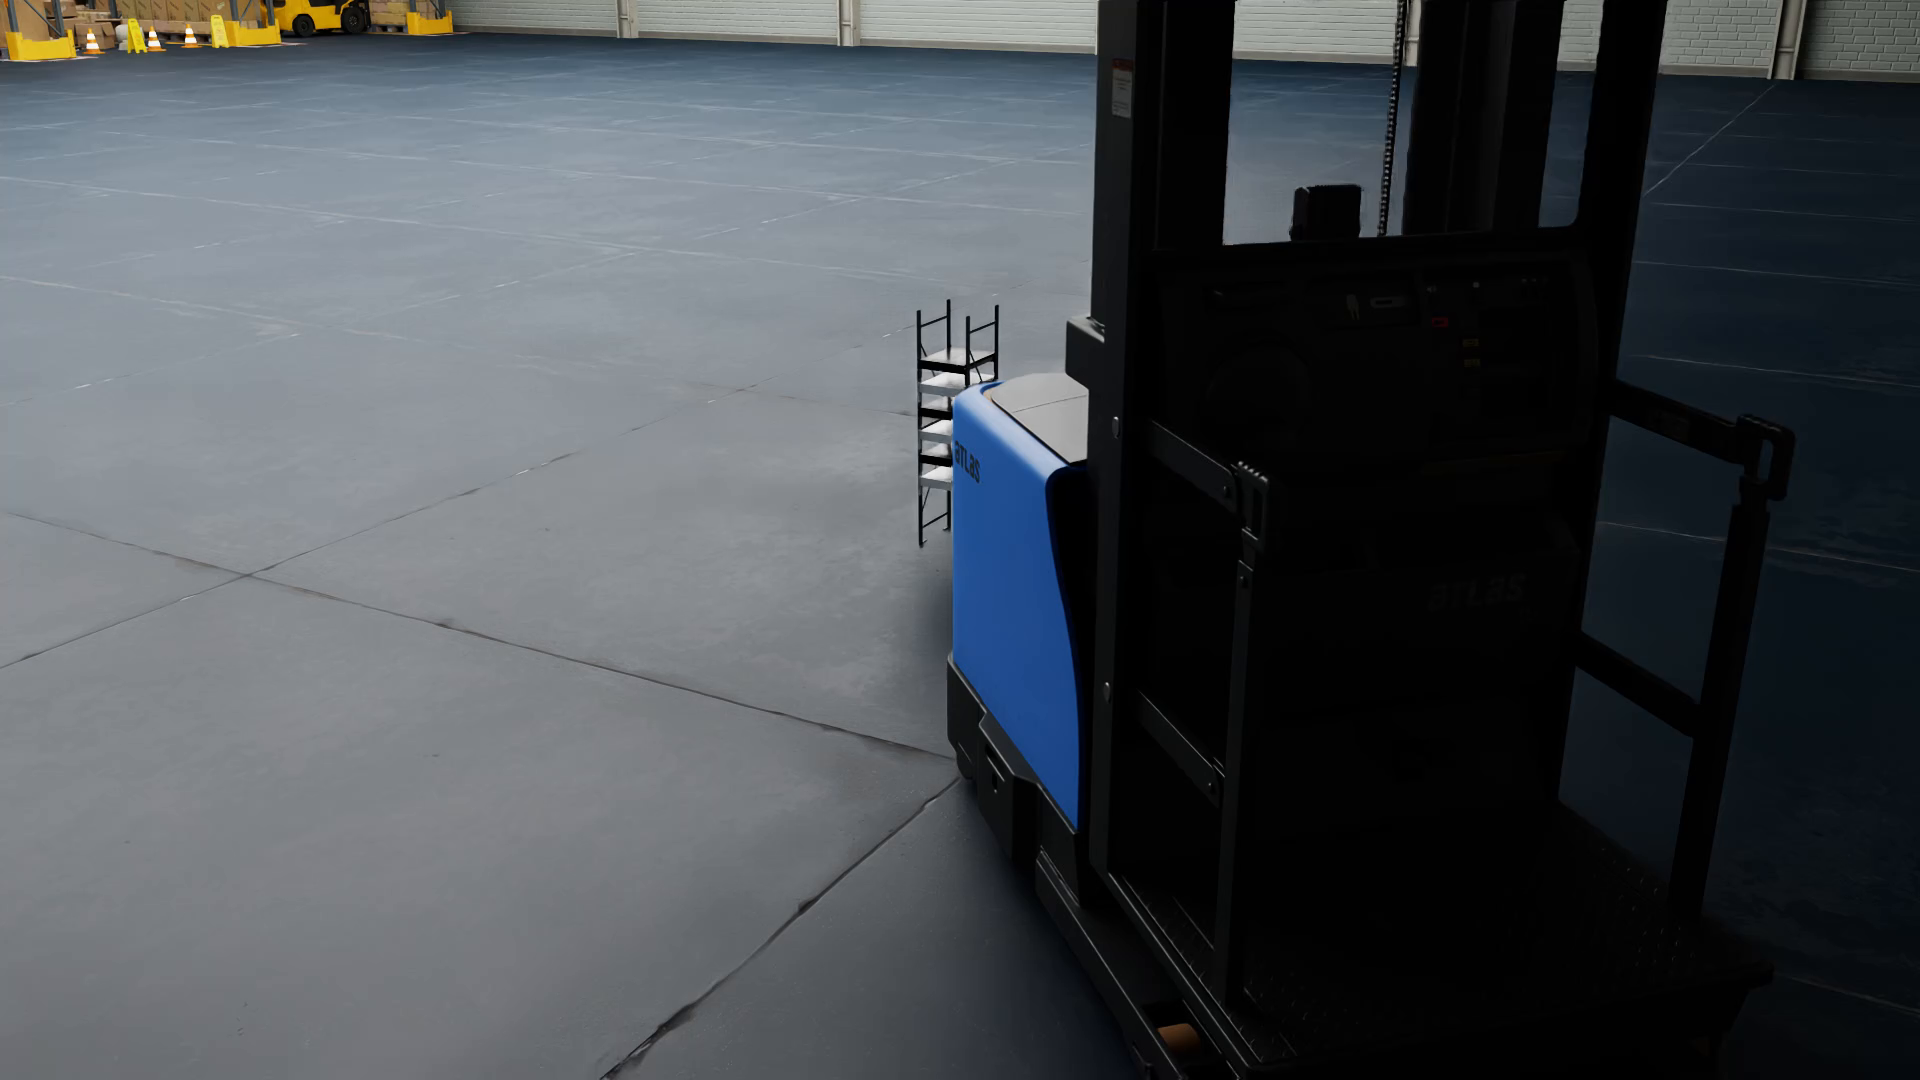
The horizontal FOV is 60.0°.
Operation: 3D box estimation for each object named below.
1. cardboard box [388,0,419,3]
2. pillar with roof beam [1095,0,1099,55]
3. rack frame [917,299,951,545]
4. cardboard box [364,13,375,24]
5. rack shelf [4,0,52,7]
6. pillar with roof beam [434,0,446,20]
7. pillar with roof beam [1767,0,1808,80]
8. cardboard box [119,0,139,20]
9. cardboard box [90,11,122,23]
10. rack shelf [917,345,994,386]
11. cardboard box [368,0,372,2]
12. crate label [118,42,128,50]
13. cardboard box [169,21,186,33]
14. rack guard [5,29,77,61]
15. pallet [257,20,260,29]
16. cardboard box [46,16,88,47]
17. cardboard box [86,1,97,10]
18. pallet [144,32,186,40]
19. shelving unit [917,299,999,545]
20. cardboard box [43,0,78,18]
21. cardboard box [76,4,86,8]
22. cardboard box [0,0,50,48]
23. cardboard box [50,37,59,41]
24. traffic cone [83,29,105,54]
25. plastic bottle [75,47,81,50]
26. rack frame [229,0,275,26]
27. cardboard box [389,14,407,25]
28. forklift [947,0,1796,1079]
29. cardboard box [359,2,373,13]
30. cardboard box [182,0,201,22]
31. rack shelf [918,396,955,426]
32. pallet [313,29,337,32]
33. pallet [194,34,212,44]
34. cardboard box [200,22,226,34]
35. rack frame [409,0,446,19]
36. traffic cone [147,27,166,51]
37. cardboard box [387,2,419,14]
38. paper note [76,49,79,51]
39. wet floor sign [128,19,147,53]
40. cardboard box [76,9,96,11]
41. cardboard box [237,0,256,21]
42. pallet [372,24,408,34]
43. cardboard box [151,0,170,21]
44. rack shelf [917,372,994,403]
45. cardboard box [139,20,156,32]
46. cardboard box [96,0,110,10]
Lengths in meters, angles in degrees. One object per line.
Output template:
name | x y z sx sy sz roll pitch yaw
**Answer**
cardboard box | -13.214 -12.878 39.419 0.500 0.250 0.500 12 23 29
pillar with roof beam | 0.787 -12.449 27.488 0.400 9.000 9.100 11 23 27
rack frame | -0.096 -0.441 6.262 0.006 0.900 0.240 11 23 27
cardboard box | -14.086 -12.580 40.063 0.500 0.250 0.500 11 23 28
rack shelf | -19.149 -10.546 32.093 4.000 0.370 1.077 11 23 27
pillar with roof beam | -14.927 -15.443 35.740 0.400 9.000 9.100 11 23 27
pillar with roof beam | 11.263 -10.454 21.987 0.400 9.000 9.100 11 23 27
cardboard box | -18.186 -11.786 36.773 0.500 0.500 0.500 12 23 30
cardboard box | -19.028 -11.755 37.611 0.625 0.372 0.950 11 23 28
rack shelf | -0.007 -0.647 6.135 0.200 0.077 0.258 11 23 27
cardboard box | -14.108 -13.043 39.872 0.500 0.250 0.500 11 23 28
crate label | -17.043 -10.109 34.031 0.298 0.136 0.250 0 20 -1
cardboard box | -16.822 -11.175 36.189 0.500 0.250 0.500 10 22 25
rack guard | -17.382 -9.372 31.469 0.348 0.500 1.175 11 23 27
pallet | -17.883 -13.188 42.411 1.213 0.211 1.003 11 23 27
cardboard box | -18.666 -10.623 34.714 0.503 0.637 0.797 11 23 27
cardboard box | -23.597 -14.629 45.623 0.500 0.311 0.500 12 23 29
pallet | -17.966 -11.295 37.193 1.213 0.211 1.003 11 23 27
shelving unit | -0.007 -0.424 6.215 0.210 0.900 0.258 11 23 27
cardboard box | -19.411 -11.353 35.819 0.500 0.500 0.500 11 23 27
cardboard box | -24.077 -14.492 45.312 0.258 0.266 0.396 12 23 29
cardboard box | -18.027 -9.843 31.601 0.875 0.875 0.875 11 23 28
cardboard box | -18.496 -10.194 34.077 0.258 0.266 0.396 16 25 36
traffic cone | -17.174 -9.870 32.895 0.334 0.463 0.336 11 23 27
plastic bottle | -18.096 -10.029 33.923 0.283 0.061 0.133 3 20 9
rack frame | -15.077 -12.042 35.162 0.127 3.000 1.000 11 23 27
cardboard box | -13.224 -12.409 39.591 0.500 0.250 0.500 11 23 28
forklift | 0.880 -0.344 3.017 1.130 2.935 3.031 -6 21 -16
cardboard box | -14.131 -12.814 39.974 0.500 0.250 0.500 10 22 26
cardboard box | -16.361 -11.440 35.821 0.500 0.500 0.500 12 23 29
rack shelf | -0.007 -0.478 6.196 0.200 0.077 0.258 11 23 27
pallet | -15.478 -12.730 41.148 1.213 0.211 1.003 11 23 27
pallet | -15.835 -10.889 36.074 1.213 0.211 1.003 11 23 27
cardboard box | -15.935 -11.005 35.720 0.500 0.250 0.500 11 23 27
rack frame | -12.660 -13.520 39.238 0.127 3.000 1.000 11 23 27
traffic cone | -16.326 -10.149 33.666 0.334 0.463 0.336 11 23 27
cardboard box | -13.237 -12.648 39.516 0.500 0.250 0.500 10 22 27
paper note | -17.908 -9.914 33.653 0.144 0.017 0.142 -16 26 -38
wet floor sign | -16.412 -10.029 33.067 0.232 0.644 0.267 7 21 18
cardboard box | -20.265 -11.989 38.255 0.625 0.372 0.950 12 23 29
cardboard box | -15.668 -11.519 36.039 0.500 0.500 0.500 10 22 26
pallet | -13.348 -12.324 40.029 1.213 0.211 1.003 11 23 27
cardboard box | -17.261 -11.613 36.298 0.500 0.500 0.500 12 23 30
rack shelf | -0.007 -0.562 6.165 0.200 0.077 0.258 11 23 27
cardboard box | -17.714 -11.348 36.666 0.500 0.250 0.500 12 23 30
cardboard box | -22.823 -14.390 44.687 0.500 0.500 0.500 12 23 30
